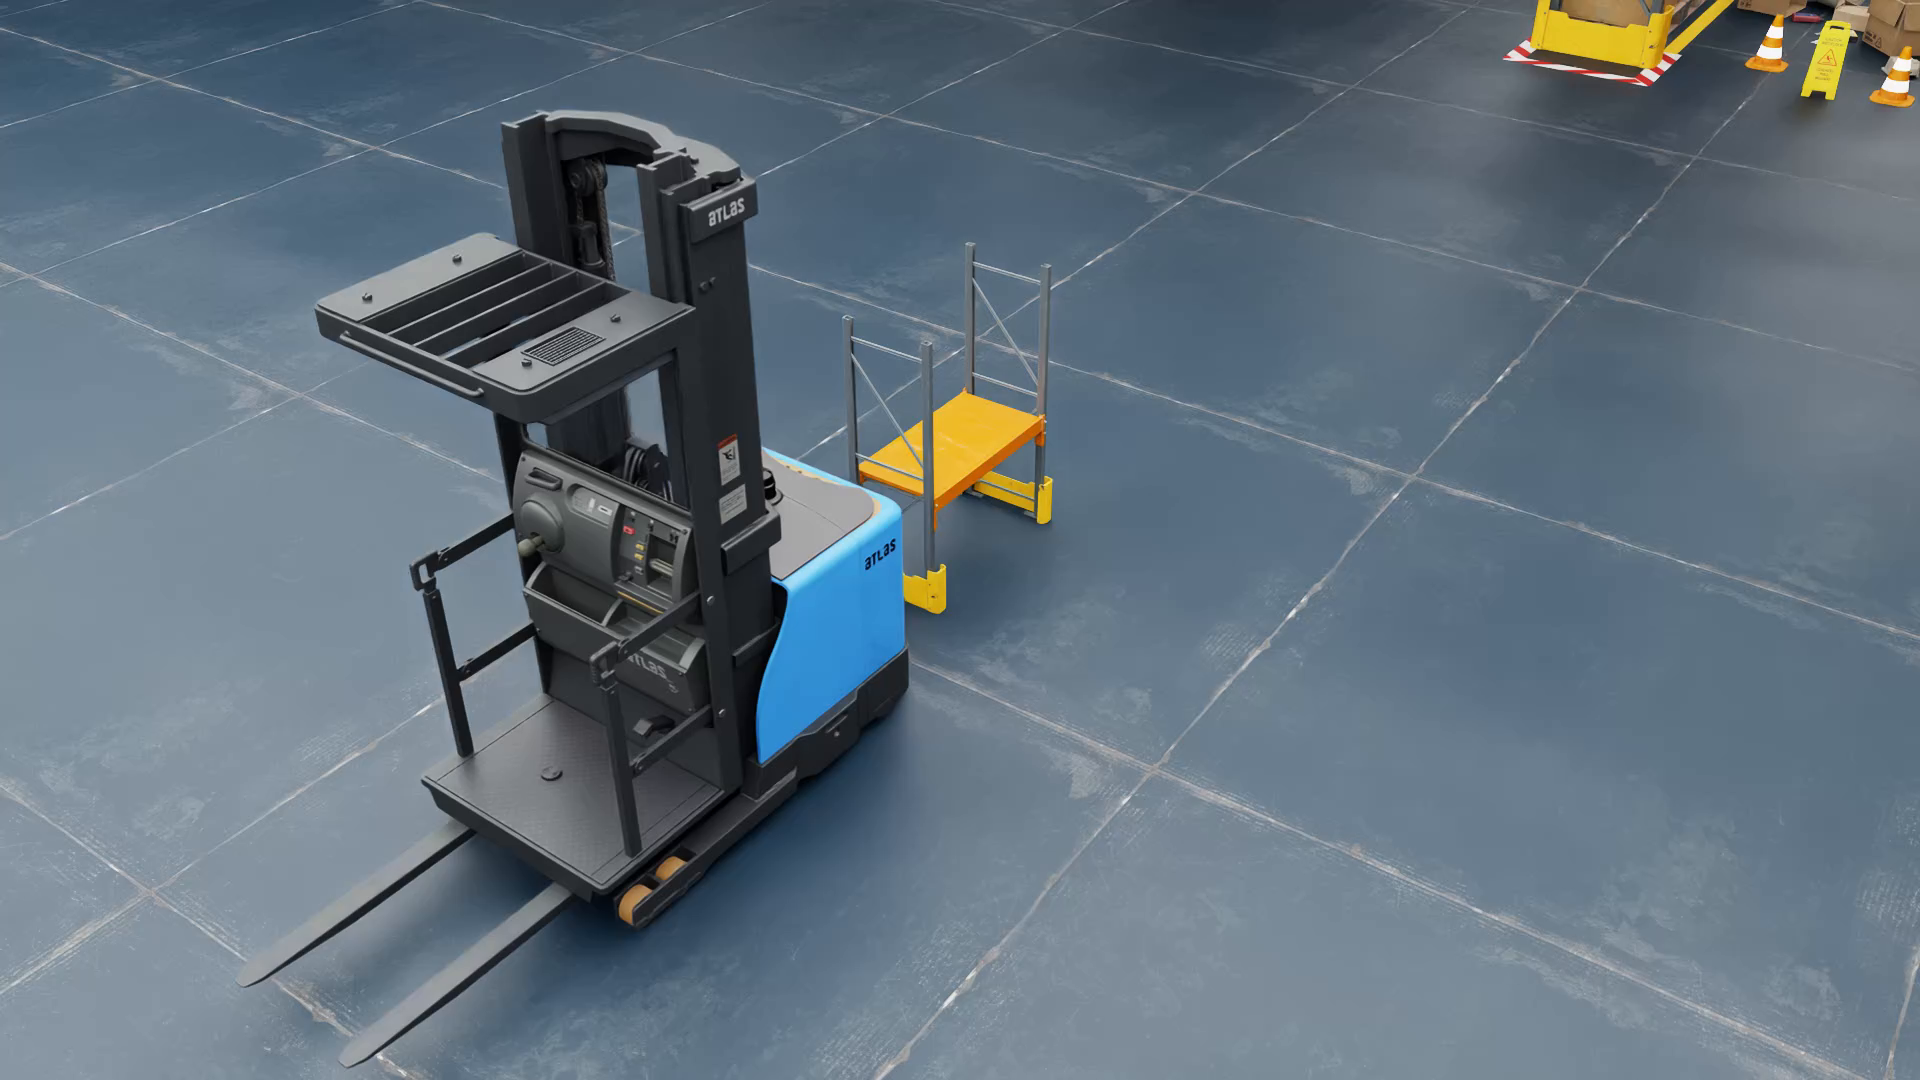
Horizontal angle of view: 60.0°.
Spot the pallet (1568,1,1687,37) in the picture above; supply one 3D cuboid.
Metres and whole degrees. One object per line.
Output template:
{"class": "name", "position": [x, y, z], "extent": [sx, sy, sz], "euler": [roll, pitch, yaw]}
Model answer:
{"class": "pallet", "position": [6.411, -5.094, 16.270], "extent": [1.003, 0.211, 1.213], "euler": [21, 39, 28]}

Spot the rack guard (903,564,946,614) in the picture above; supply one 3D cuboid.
{"class": "rack guard", "position": [-0.327, 0.161, 8.465], "extent": [0.587, 0.250, 0.087], "euler": [21, 39, 28]}

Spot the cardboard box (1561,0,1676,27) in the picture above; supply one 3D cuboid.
{"class": "cardboard box", "position": [6.352, -5.483, 15.878], "extent": [0.875, 0.875, 0.875], "euler": [21, 40, 28]}

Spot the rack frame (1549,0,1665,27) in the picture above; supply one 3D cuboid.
{"class": "rack frame", "position": [6.019, -5.856, 14.908], "extent": [1.000, 3.000, 0.127], "euler": [21, 39, 28]}

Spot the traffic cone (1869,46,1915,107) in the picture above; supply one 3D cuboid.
{"class": "traffic cone", "position": [8.223, -4.079, 14.544], "extent": [0.336, 0.463, 0.334], "euler": [21, 39, 28]}

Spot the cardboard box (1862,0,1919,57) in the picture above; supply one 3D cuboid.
{"class": "cardboard box", "position": [9.065, -4.905, 15.729], "extent": [0.797, 0.503, 0.637], "euler": [-3, 34, -4]}

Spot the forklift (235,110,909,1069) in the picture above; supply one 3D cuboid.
{"class": "forklift", "position": [-1.513, 0.020, 6.280], "extent": [1.130, 2.935, 3.031], "euler": [22, 40, 29]}

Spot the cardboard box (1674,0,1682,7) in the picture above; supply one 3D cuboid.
{"class": "cardboard box", "position": [6.852, -5.889, 16.478], "extent": [0.875, 0.875, 0.875], "euler": [21, 39, 27]}

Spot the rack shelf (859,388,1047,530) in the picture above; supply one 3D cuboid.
{"class": "rack shelf", "position": [-0.049, -0.433, 8.548], "extent": [0.538, 0.185, 1.000], "euler": [21, 39, 28]}

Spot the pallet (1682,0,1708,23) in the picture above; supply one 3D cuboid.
{"class": "pallet", "position": [7.107, -5.653, 17.097], "extent": [1.003, 0.211, 1.213], "euler": [21, 39, 28]}

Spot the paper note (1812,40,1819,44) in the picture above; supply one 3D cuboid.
{"class": "paper note", "position": [8.285, -4.786, 15.977], "extent": [0.142, 0.017, 0.144], "euler": [-22, 40, -29]}

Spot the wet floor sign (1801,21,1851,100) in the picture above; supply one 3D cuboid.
{"class": "wet floor sign", "position": [7.630, -4.235, 14.612], "extent": [0.267, 0.644, 0.232], "euler": [14, 37, 20]}

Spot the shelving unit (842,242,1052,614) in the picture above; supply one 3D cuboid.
{"class": "shelving unit", "position": [-0.043, -0.586, 8.454], "extent": [0.587, 1.500, 1.083], "euler": [21, 39, 28]}

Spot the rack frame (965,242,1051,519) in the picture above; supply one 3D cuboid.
{"class": "rack frame", "position": [0.241, -0.816, 8.793], "extent": [0.500, 1.500, 0.032], "euler": [21, 39, 28]}

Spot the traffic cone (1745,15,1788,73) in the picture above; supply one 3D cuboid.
{"class": "traffic cone", "position": [7.489, -4.596, 15.309], "extent": [0.336, 0.463, 0.334], "euler": [21, 39, 28]}

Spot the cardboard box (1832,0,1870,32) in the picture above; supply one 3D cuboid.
{"class": "cardboard box", "position": [8.833, -5.185, 16.356], "extent": [0.396, 0.266, 0.258], "euler": [29, 44, 36]}

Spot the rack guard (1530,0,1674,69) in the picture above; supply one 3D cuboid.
{"class": "rack guard", "position": [6.006, -4.810, 15.592], "extent": [1.175, 0.500, 0.348], "euler": [21, 39, 28]}

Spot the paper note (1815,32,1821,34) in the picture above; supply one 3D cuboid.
{"class": "paper note", "position": [8.400, -4.948, 16.233], "extent": [0.123, 0.001, 0.032], "euler": [-15, 37, -21]}

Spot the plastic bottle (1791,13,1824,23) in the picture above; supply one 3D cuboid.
{"class": "plastic bottle", "position": [8.443, -5.197, 16.556], "extent": [0.283, 0.061, 0.133], "euler": [8, 35, 12]}

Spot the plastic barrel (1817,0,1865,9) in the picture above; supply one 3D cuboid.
{"class": "plastic barrel", "position": [8.914, -5.618, 16.855], "extent": [0.421, 0.421, 0.512], "euler": [-9, 35, -13]}

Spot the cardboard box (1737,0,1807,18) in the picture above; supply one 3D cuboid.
{"class": "cardboard box", "position": [8.258, -5.620, 16.788], "extent": [0.500, 0.500, 0.500], "euler": [29, 44, 36]}

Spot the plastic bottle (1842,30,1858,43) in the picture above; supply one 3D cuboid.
{"class": "plastic bottle", "position": [8.595, -4.889, 16.100], "extent": [0.133, 0.061, 0.283], "euler": [8, 35, 12]}

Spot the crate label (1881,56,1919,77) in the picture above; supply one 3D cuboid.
{"class": "crate label", "position": [8.621, -4.325, 15.200], "extent": [0.250, 0.136, 0.298], "euler": [3, 34, 4]}

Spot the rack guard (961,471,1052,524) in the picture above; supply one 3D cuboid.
{"class": "rack guard", "position": [0.240, -0.298, 9.143], "extent": [0.587, 0.250, 0.087], "euler": [21, 39, 28]}

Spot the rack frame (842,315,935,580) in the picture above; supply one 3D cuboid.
{"class": "rack frame", "position": [-0.338, -0.348, 8.101], "extent": [0.500, 1.500, 0.032], "euler": [21, 39, 28]}
